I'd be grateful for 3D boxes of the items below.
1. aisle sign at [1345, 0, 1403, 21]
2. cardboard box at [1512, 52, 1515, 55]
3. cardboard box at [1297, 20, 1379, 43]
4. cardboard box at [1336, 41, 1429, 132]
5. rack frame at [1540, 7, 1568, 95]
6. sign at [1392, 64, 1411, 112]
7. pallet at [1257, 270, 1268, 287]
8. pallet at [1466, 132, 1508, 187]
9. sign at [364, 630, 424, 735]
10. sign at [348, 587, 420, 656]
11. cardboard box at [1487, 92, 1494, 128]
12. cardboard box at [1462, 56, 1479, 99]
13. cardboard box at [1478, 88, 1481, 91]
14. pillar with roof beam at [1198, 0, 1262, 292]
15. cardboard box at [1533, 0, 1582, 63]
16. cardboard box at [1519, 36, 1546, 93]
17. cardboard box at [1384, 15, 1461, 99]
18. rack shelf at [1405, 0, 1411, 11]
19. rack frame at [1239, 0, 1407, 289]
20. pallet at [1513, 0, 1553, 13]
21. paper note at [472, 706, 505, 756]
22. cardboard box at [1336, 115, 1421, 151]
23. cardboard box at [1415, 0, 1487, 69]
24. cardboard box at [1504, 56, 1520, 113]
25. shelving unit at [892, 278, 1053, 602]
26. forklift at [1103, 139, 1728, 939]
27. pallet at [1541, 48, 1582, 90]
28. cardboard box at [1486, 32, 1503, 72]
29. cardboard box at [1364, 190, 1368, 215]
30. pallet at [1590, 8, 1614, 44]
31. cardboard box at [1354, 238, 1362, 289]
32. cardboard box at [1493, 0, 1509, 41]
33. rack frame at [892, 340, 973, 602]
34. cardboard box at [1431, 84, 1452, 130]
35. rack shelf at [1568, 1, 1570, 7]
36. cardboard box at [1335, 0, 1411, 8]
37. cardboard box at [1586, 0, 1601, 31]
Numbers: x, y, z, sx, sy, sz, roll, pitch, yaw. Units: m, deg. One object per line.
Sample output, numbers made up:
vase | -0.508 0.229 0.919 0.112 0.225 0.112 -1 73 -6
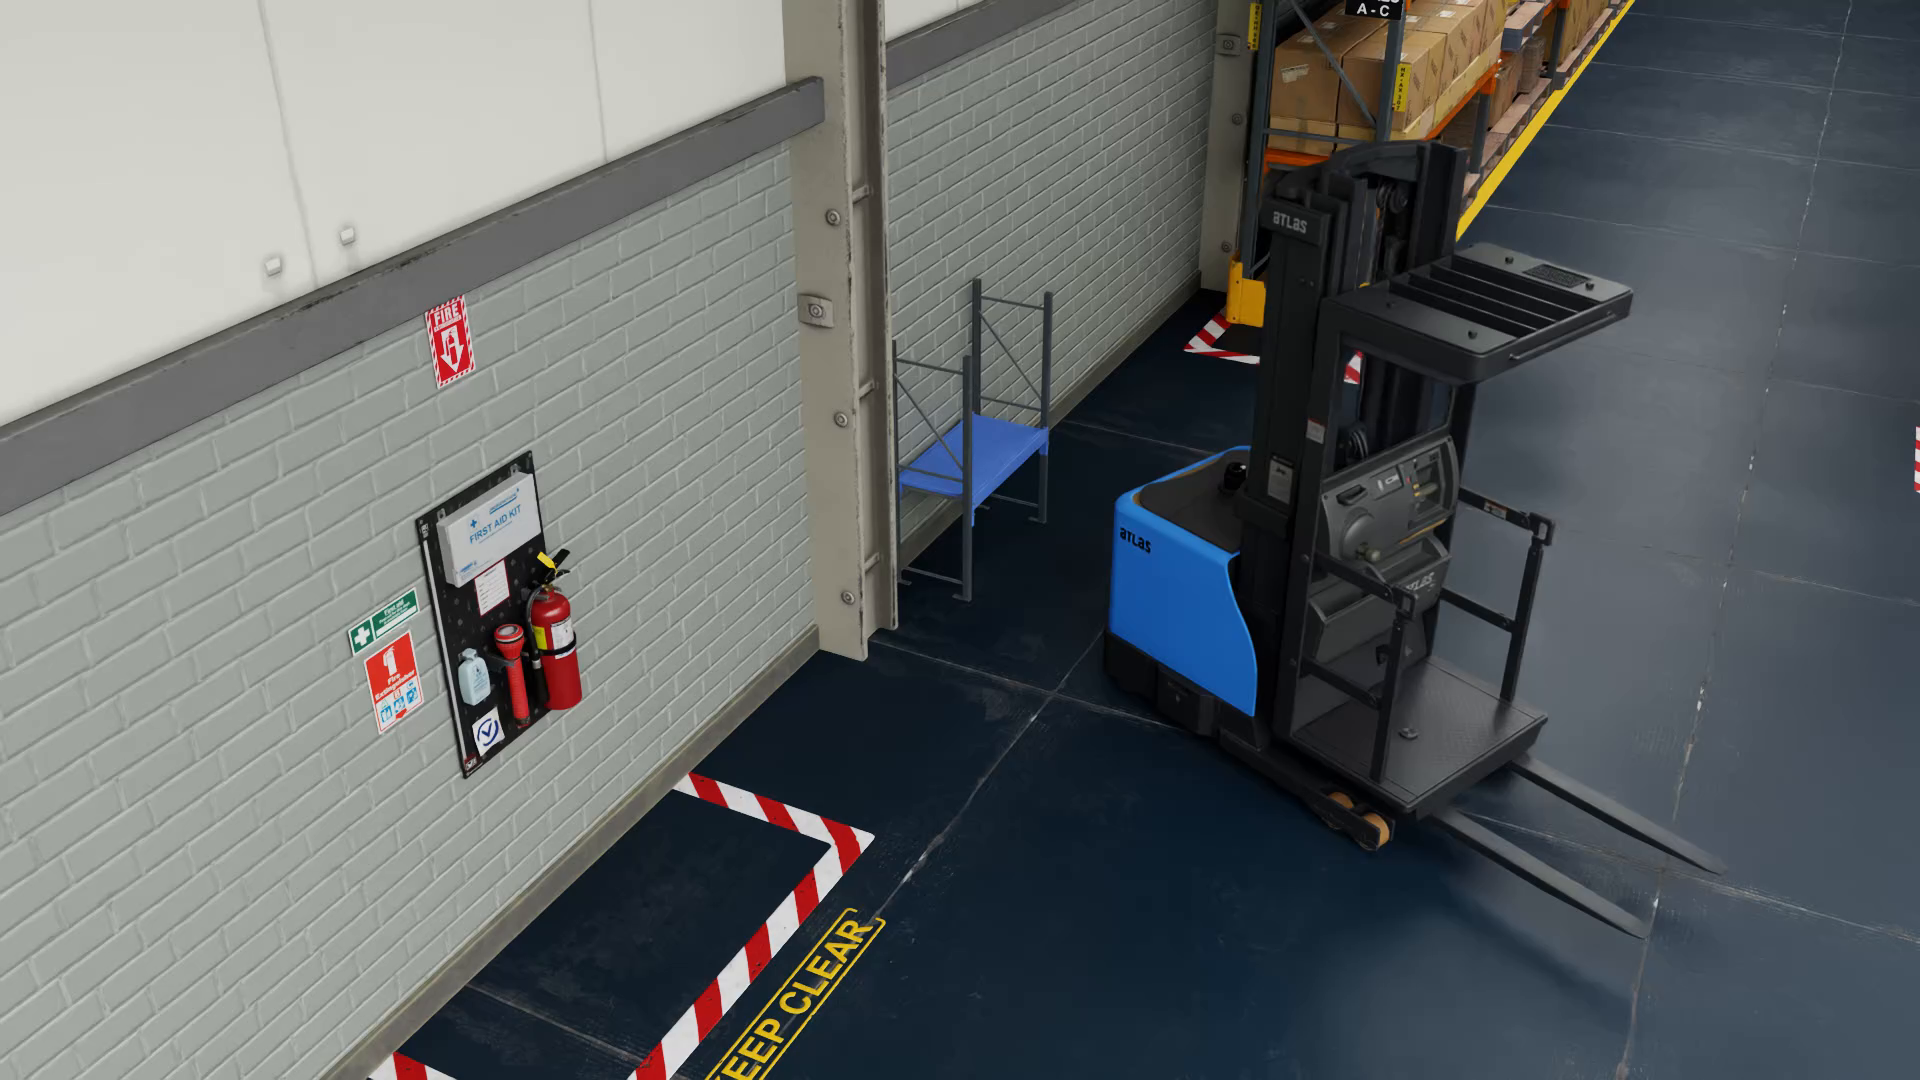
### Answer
aisle sign | 2.853 -3.954 11.303 0.394 0.787 0.004 14 33 23
cardboard box | 5.666 -5.335 17.634 0.500 0.250 0.500 15 33 24
cardboard box | 2.882 -3.673 12.802 0.500 0.500 0.500 15 33 24
cardboard box | 3.103 -3.339 12.220 0.500 0.500 0.500 14 33 23
rack frame | 6.263 -6.473 18.300 1.000 3.000 0.127 14 33 23
sign | 3.102 -3.179 11.694 0.100 0.325 0.005 14 33 23
pallet | 3.055 -2.103 13.490 1.003 0.211 1.213 14 33 23
pallet | 4.794 -3.836 16.508 1.003 0.211 1.213 14 33 23
sign | -2.069 0.520 6.087 0.001 0.329 0.234 14 33 23
sign | -2.059 0.290 5.955 0.001 0.109 0.331 14 33 23
cardboard box | 4.952 -4.377 16.718 0.700 0.500 0.500 14 33 22
cardboard box | 4.045 -3.919 13.983 0.500 0.250 0.500 14 33 23
cardboard box | 4.959 -4.658 16.454 0.500 0.250 0.500 14 33 22
pillar with roof beam | 6.000 -5.058 9.812 9.100 9.000 0.400 14 33 23
cardboard box | 6.715 -6.019 19.247 0.750 0.750 0.750 14 33 23
cardboard box | 5.981 -5.249 18.236 0.700 0.500 0.500 15 33 24
cardboard box | 3.578 -3.783 12.994 0.500 0.500 0.500 13 32 22
rack shelf | 3.530 -4.802 13.100 1.077 0.370 4.000 14 33 23
rack frame | 2.618 -2.926 12.124 1.000 3.000 0.127 14 33 23
pallet | 5.397 -5.503 16.803 1.003 0.211 1.213 14 33 23
paper note | -1.868 0.759 6.592 0.016 0.148 0.142 14 33 23
cardboard box | 3.123 -3.014 12.408 0.500 0.250 0.500 13 32 22
cardboard box | 4.039 -4.245 13.798 0.500 0.500 0.500 13 32 22
cardboard box | 5.442 -4.820 17.490 0.700 0.500 0.500 14 33 23
shelving unit | 0.070 -0.588 9.558 0.538 1.500 1.048 14 33 23
forklift | 2.077 -0.142 7.345 1.130 2.935 3.031 -22 37 -34
pallet | 6.689 -5.596 19.573 1.003 0.211 1.213 14 33 23
cardboard box | 4.495 -4.364 14.759 0.500 0.250 0.500 14 33 23
cardboard box | 3.652 -2.886 14.122 0.700 0.500 0.500 12 32 20
pallet | 7.801 -6.678 21.457 1.003 0.211 1.213 14 33 23
cardboard box | 3.014 -2.237 13.183 0.500 0.311 0.500 11 32 18
cardboard box | 4.501 -4.689 14.571 0.500 0.500 0.500 14 33 23
rack frame | -0.163 -0.363 9.166 0.500 1.500 0.032 14 33 23
cardboard box | 3.585 -3.472 13.205 0.500 0.250 0.500 14 33 23
rack shelf | 7.174 -7.047 20.023 1.077 0.370 4.000 14 33 23
cardboard box | 3.343 -4.127 13.592 0.500 0.500 0.500 15 33 24
cardboard box | 7.502 -6.784 20.578 0.750 0.750 0.750 15 33 25
